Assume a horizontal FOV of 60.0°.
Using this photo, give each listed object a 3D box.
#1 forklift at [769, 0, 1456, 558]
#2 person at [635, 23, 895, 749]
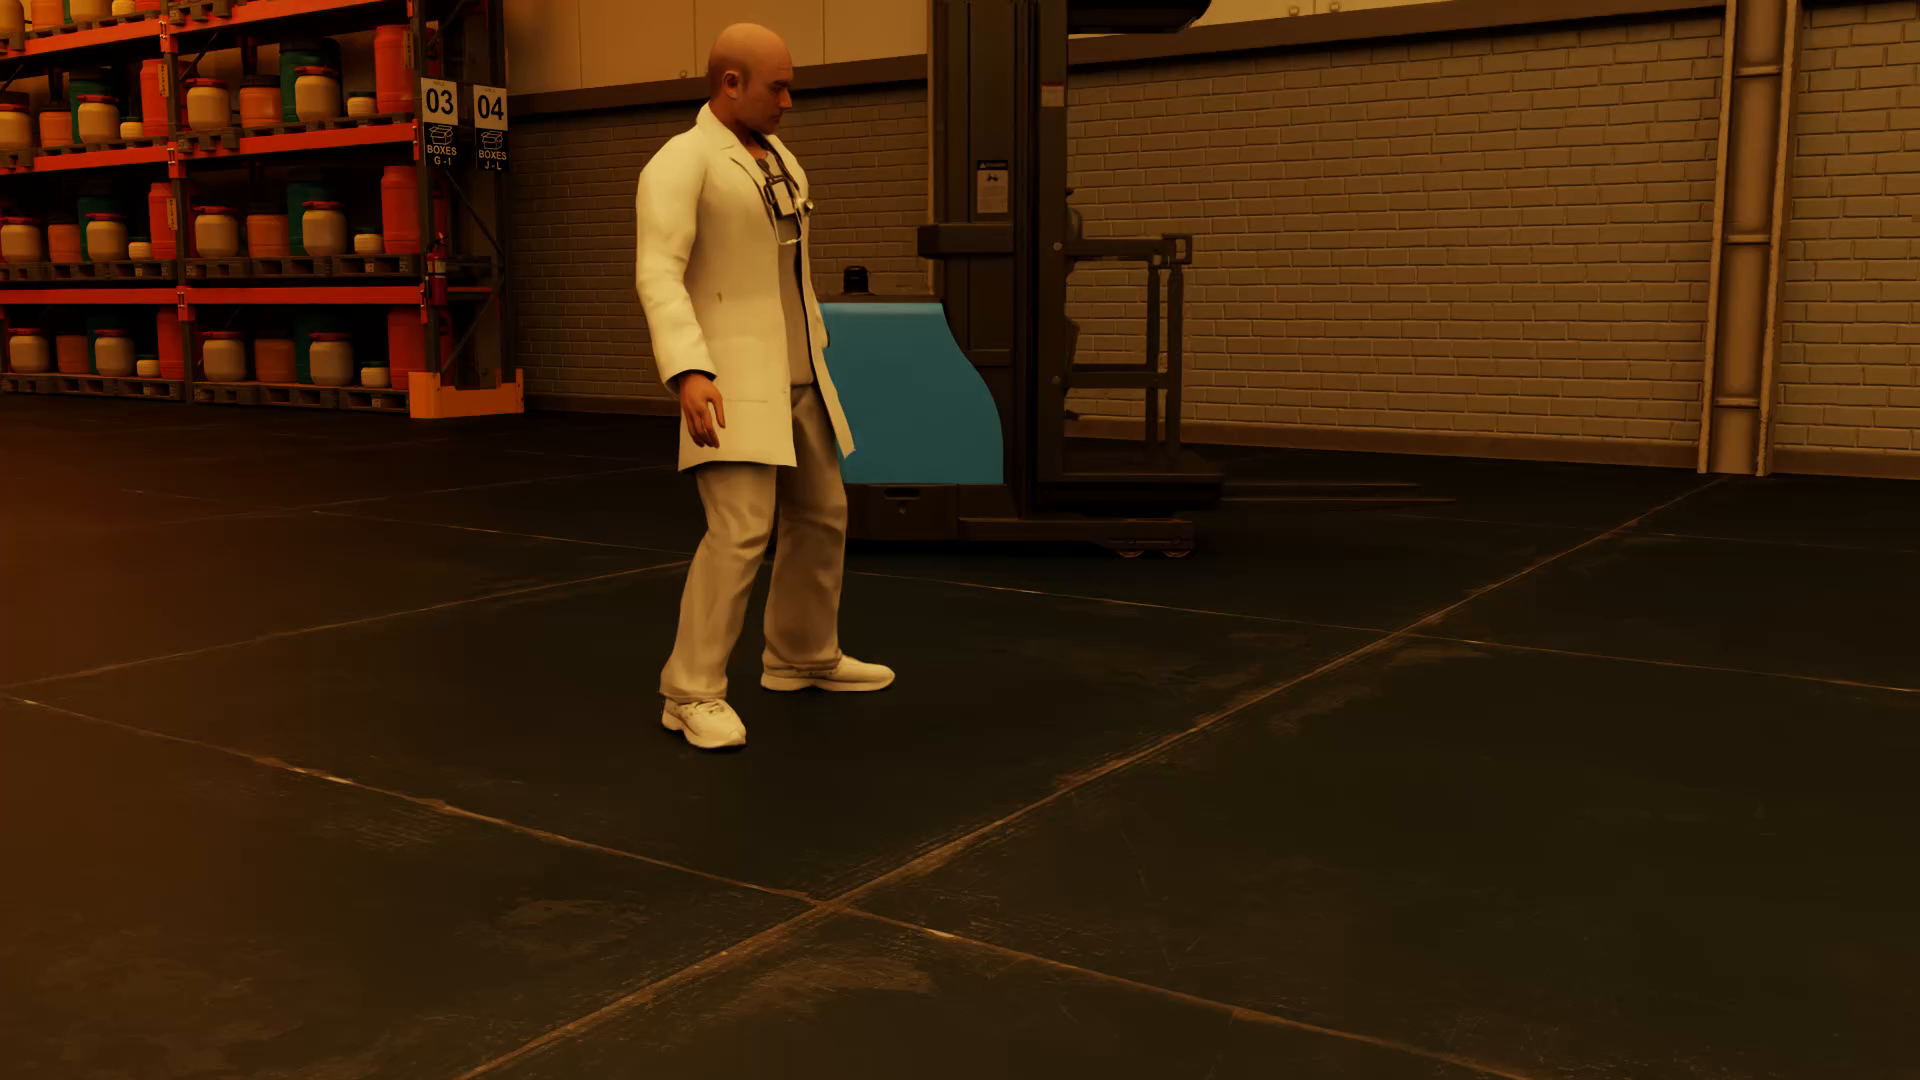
[{"bbox_3d":[0.647,-1.451,7.395,3.031,2.935,1.130,0,8,1],"label":"forklift"},{"bbox_3d":[-0.515,-0.401,4.242,0.370,1.747,0.891,4,9,26],"label":"person"}]
